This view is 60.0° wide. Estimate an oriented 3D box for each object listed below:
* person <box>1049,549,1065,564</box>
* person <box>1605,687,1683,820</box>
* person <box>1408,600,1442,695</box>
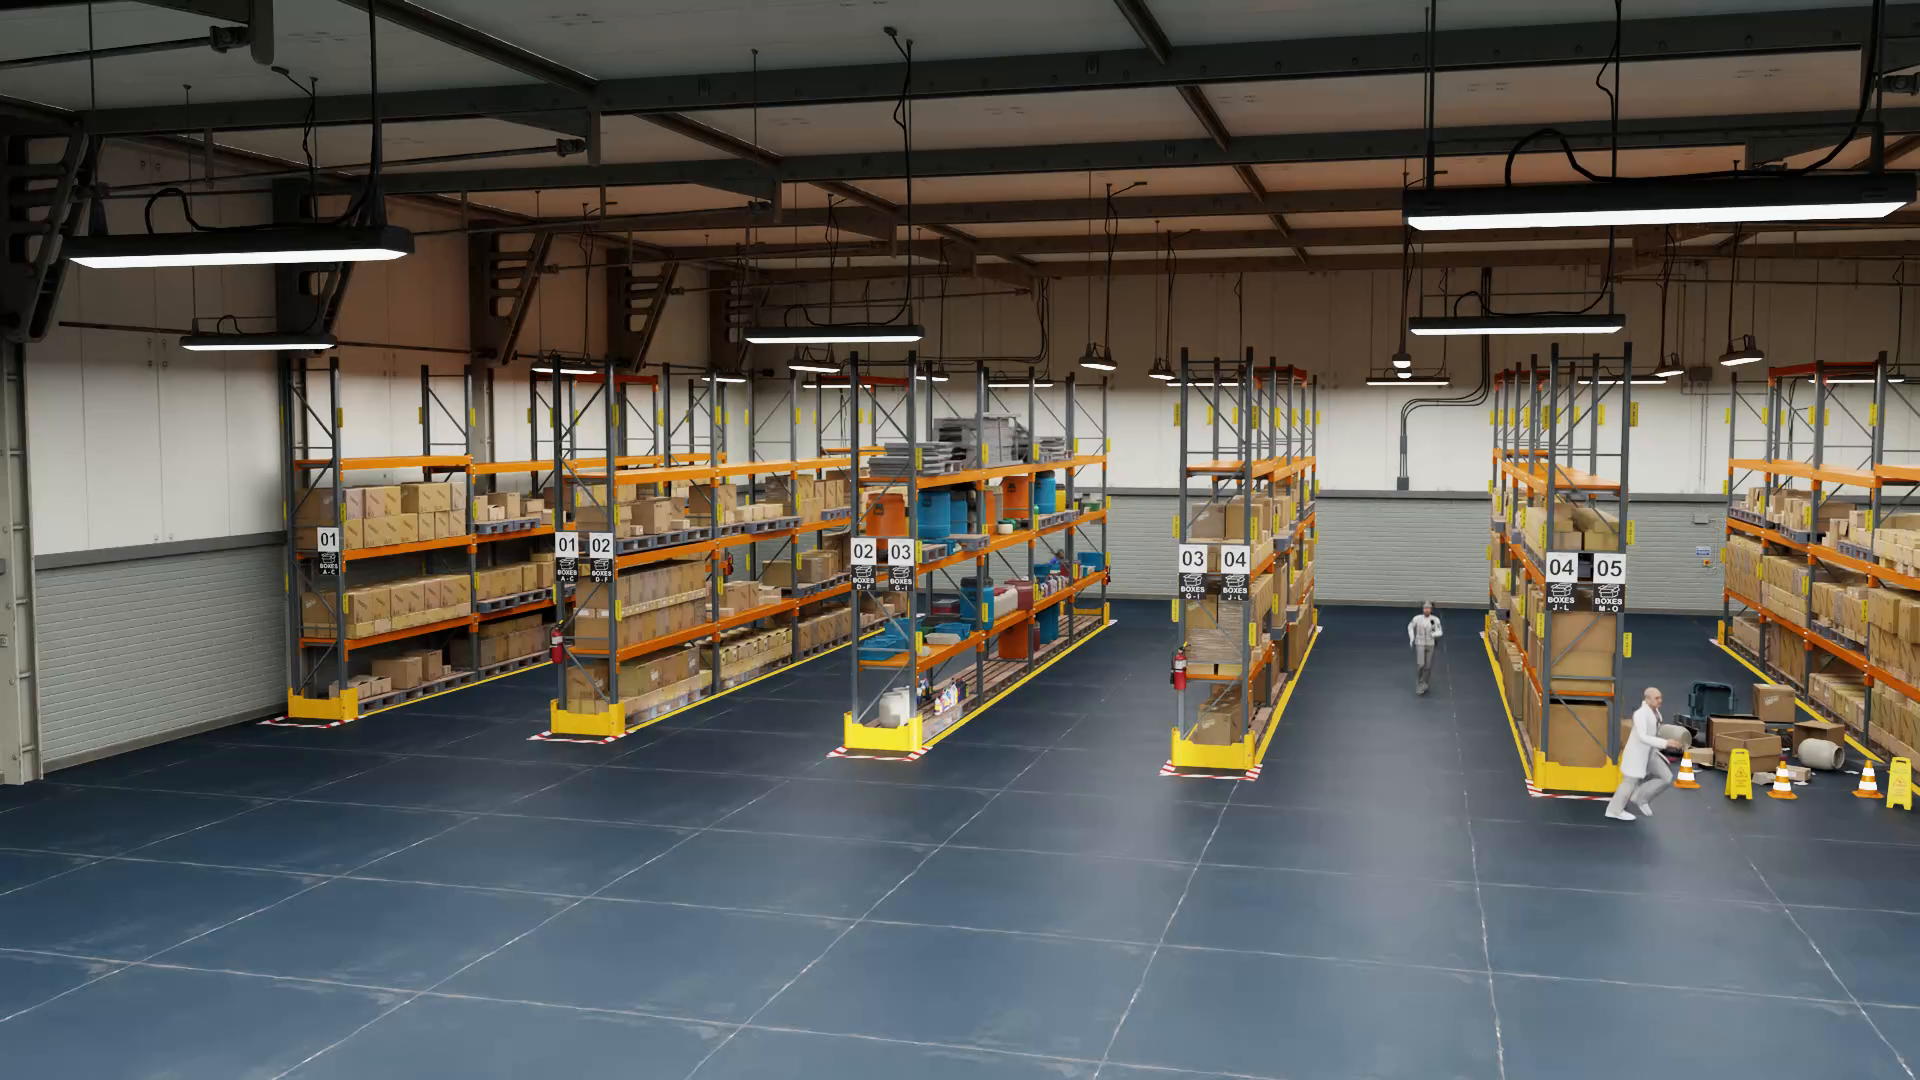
[{"bbox_3d":[2.497,1.048,43.260,0.570,1.640,0.744,-3,5,-38],"label":"person"},{"bbox_3d":[8.446,2.648,20.469,0.724,1.700,0.981,-3,5,-39],"label":"person"},{"bbox_3d":[8.449,1.946,30.171,0.557,1.717,0.685,1,4,7],"label":"person"}]
